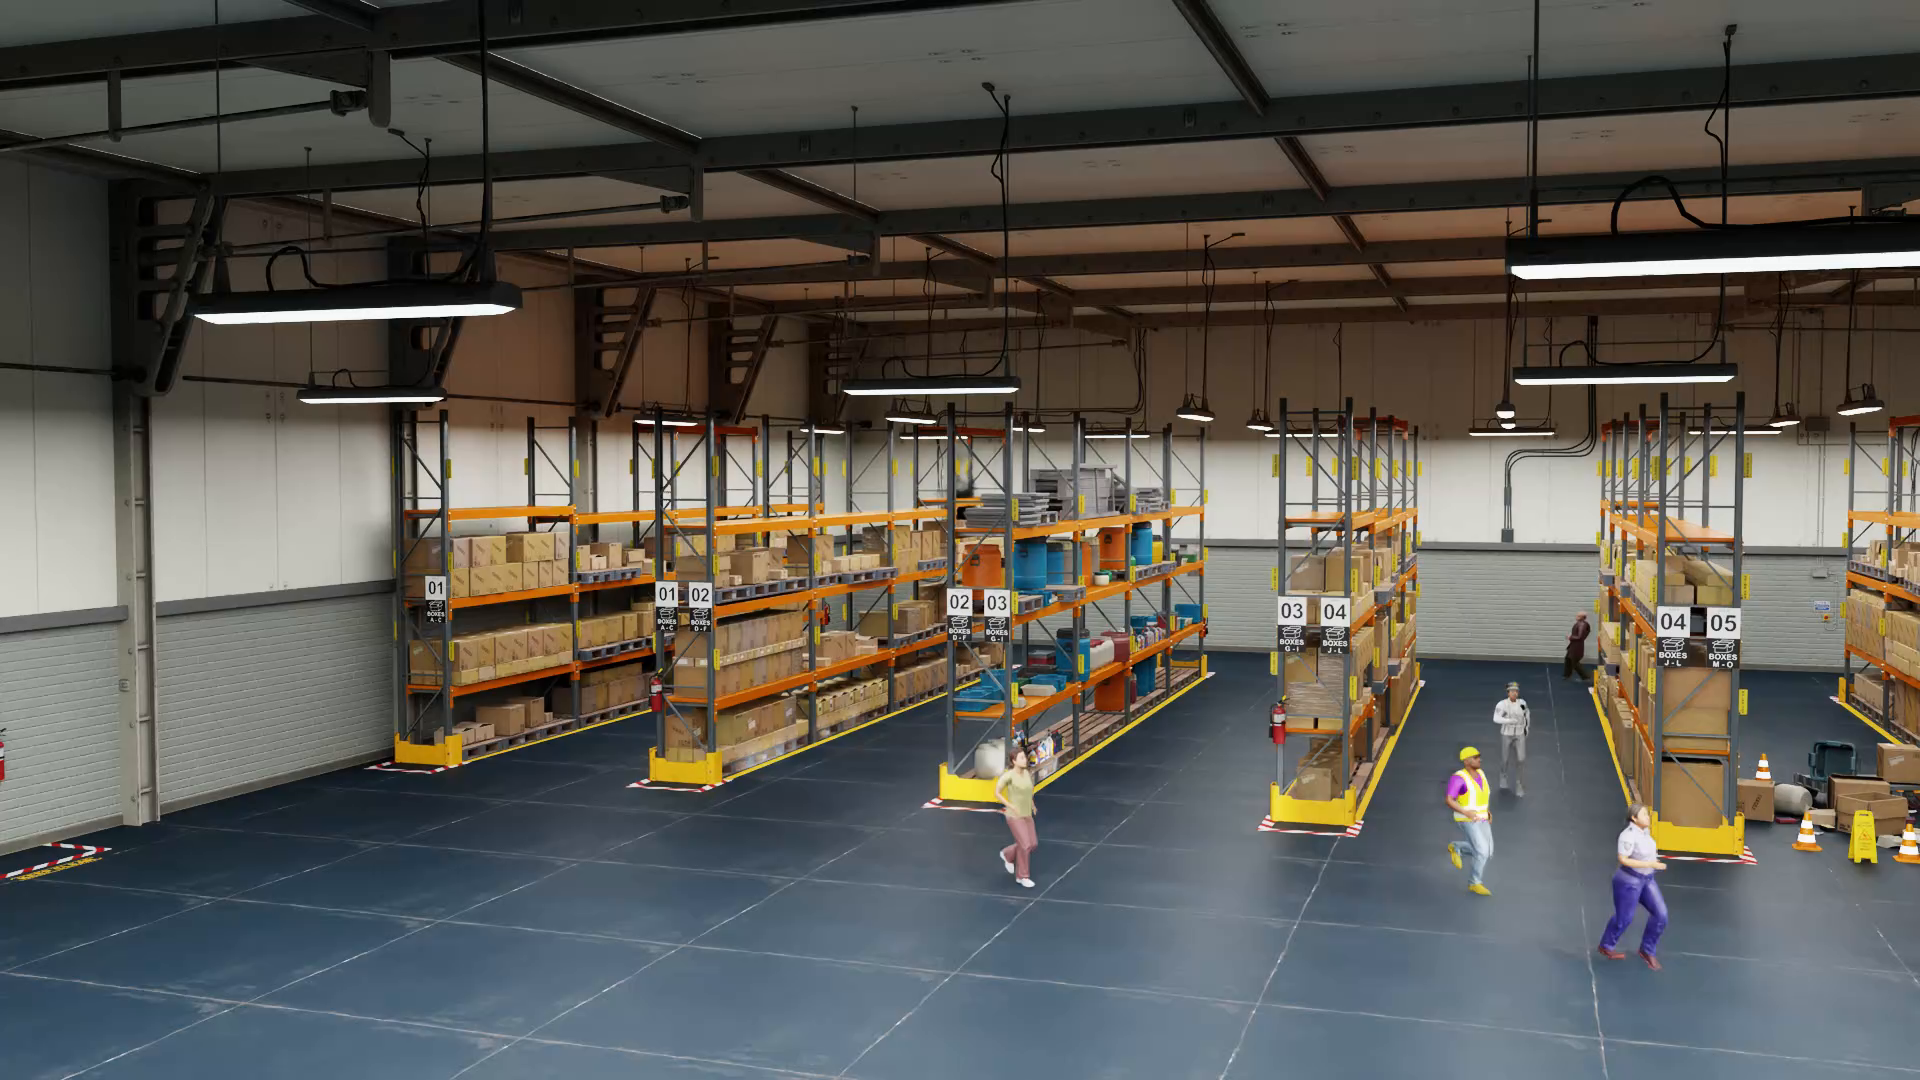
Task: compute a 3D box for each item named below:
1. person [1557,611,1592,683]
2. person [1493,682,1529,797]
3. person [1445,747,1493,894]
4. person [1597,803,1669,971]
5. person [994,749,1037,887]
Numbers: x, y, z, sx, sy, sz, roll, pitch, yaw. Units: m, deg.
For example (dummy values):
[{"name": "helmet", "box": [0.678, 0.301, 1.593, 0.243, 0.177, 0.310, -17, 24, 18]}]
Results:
[{"name": "person", "box": [14.222, 2.500, 38.506, 0.774, 1.757, 0.817, 1, 3, 24]}, {"name": "person", "box": [8.509, 3.055, 25.640, 0.600, 1.764, 0.789, 0, 2, 6]}, {"name": "person", "box": [6.039, 3.306, 19.783, 0.704, 1.708, 0.661, -2, 3, -40]}, {"name": "person", "box": [6.757, 3.479, 16.658, 0.595, 1.703, 0.733, -2, 3, -36]}, {"name": "person", "box": [0.659, 3.323, 20.045, 0.589, 1.644, 0.618, -2, 3, -44]}]
